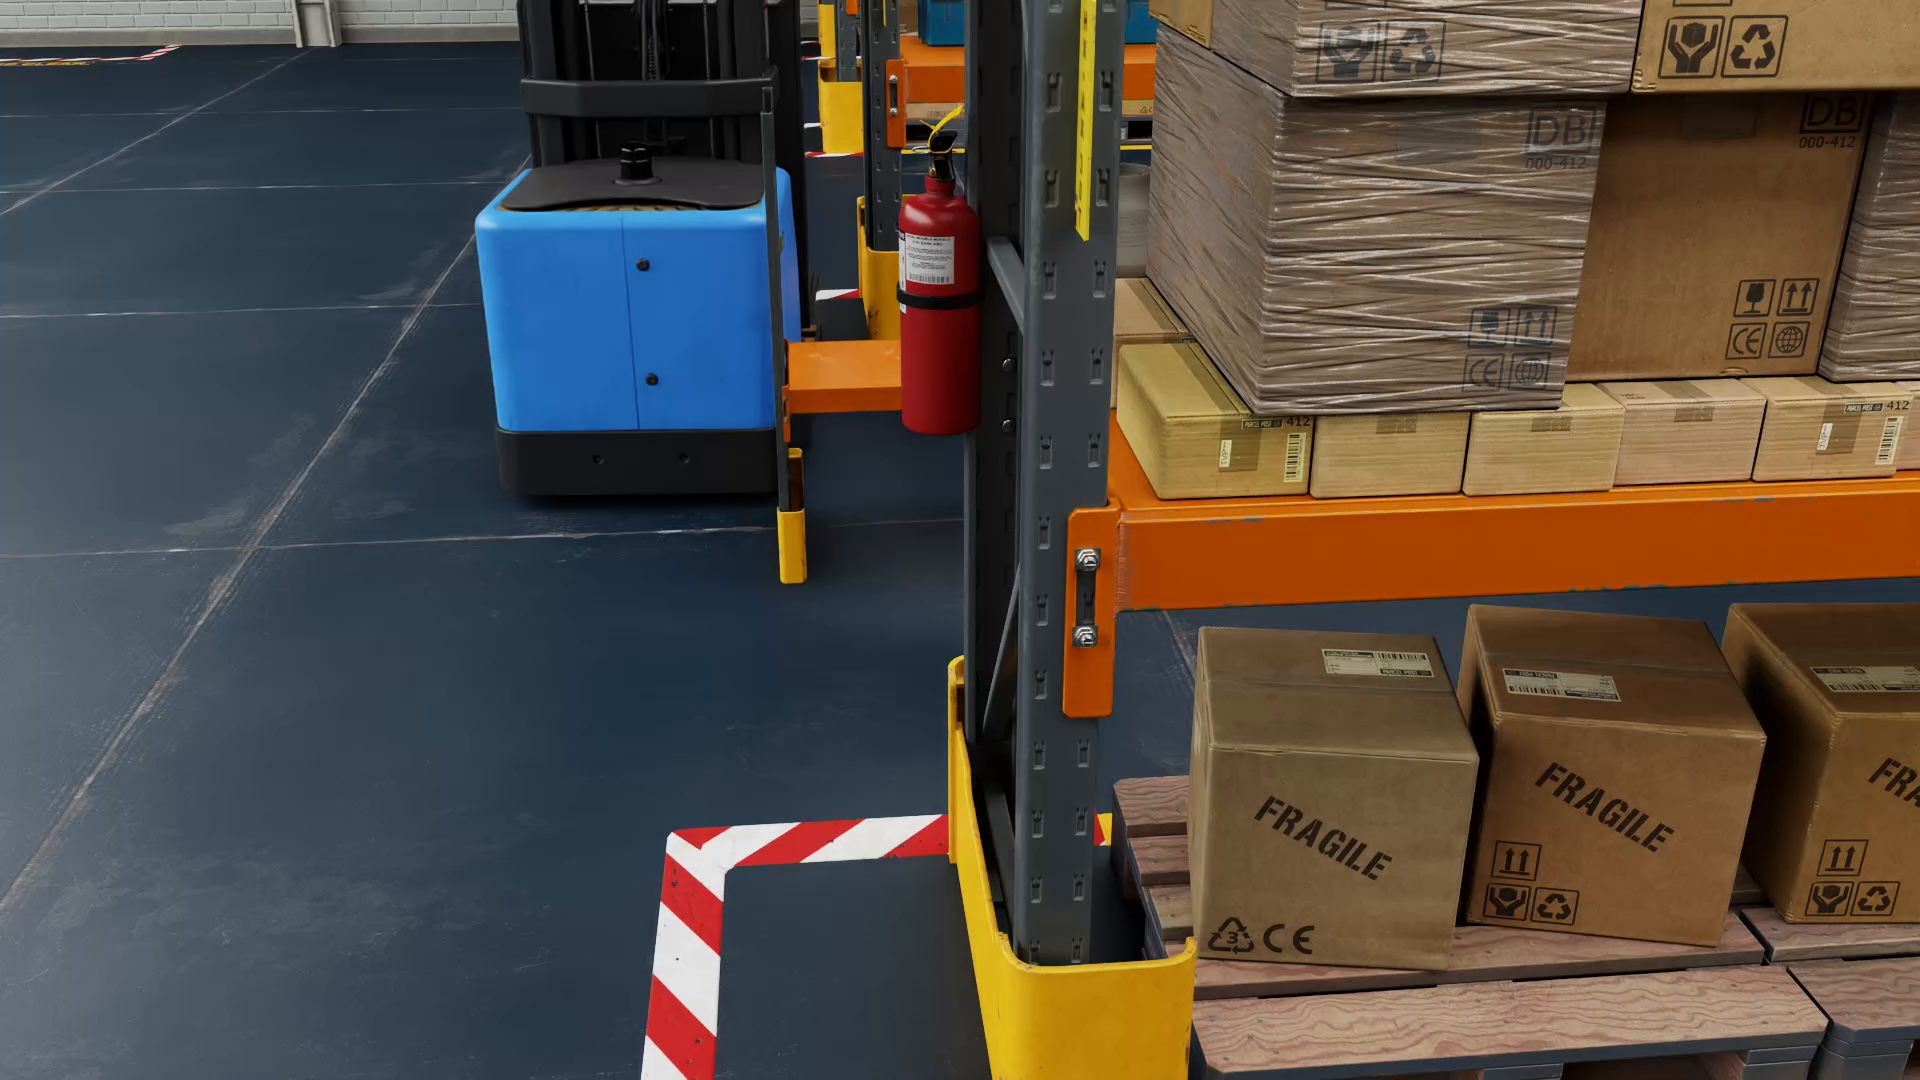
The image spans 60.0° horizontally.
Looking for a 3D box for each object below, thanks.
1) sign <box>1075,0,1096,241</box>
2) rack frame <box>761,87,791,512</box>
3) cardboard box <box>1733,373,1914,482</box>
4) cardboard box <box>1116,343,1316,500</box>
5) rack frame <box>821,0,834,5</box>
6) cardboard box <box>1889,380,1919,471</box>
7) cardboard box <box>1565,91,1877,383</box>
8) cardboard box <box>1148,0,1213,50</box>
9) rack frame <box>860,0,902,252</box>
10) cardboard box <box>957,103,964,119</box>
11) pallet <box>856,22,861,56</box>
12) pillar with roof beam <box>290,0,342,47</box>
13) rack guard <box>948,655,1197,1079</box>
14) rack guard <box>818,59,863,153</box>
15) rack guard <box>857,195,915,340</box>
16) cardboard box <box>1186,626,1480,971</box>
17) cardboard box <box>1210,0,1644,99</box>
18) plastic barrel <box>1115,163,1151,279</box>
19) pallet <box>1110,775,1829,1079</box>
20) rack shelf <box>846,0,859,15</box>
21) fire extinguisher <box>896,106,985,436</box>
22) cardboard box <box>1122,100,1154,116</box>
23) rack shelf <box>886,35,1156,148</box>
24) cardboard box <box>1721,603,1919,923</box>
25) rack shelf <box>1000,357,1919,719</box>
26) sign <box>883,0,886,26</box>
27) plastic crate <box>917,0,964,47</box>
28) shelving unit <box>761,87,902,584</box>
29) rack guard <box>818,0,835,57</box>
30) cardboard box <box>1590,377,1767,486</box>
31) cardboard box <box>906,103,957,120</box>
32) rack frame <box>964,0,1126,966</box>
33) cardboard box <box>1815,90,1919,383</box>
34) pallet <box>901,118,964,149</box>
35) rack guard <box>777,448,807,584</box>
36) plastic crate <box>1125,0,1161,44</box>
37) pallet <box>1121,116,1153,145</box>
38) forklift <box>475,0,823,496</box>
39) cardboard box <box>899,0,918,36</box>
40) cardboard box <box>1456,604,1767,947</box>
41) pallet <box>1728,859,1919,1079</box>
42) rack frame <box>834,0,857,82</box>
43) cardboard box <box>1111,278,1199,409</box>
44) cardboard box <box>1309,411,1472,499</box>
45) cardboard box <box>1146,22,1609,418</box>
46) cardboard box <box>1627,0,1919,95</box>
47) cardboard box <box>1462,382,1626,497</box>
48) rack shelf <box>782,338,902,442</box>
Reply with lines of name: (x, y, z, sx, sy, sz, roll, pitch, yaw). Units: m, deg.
sign: (0.173, -0.587, 2.311, 0.005, 0.325, 0.100, -2, 24, -5)
rack frame: (-0.591, -0.662, 5.392, 0.032, 1.500, 0.500, -2, 24, -5)
cardboard box: (1.424, -0.242, 2.912, 0.250, 0.149, 0.380, -2, 24, -5)
cardboard box: (0.427, -0.211, 2.840, 0.250, 0.149, 0.380, -2, 24, -5)
rack frame: (-1.341, -6.417, 16.494, 0.127, 3.000, 1.000, -2, 24, -5)
cardboard box: (1.670, -0.263, 2.959, 0.250, 0.149, 0.380, -2, 24, -5)
cardboard box: (1.155, -0.671, 3.078, 0.500, 0.500, 0.875, -2, 24, -5)
cardboard box: (0.643, -1.171, 2.971, 0.500, 0.500, 0.500, -2, 24, -5)
rack frame: (-0.367, -2.413, 7.485, 0.127, 3.000, 1.000, -2, 24, -5)
cardboard box: (0.202, -3.303, 12.357, 0.500, 0.250, 0.500, -2, 24, -5)
pallet: (-0.453, -5.164, 17.108, 1.213, 0.211, 1.003, -2, 24, -5)
pillar with roof beam: (-6.277, -7.556, 11.671, 0.400, 9.000, 9.100, -2, 24, -5)
rack guard: (0.195, 0.729, 3.495, 0.348, 0.500, 1.175, -2, 24, -5)
rack guard: (-0.874, -3.272, 12.495, 0.348, 0.500, 1.175, -2, 24, -5)
rack guard: (-0.296, -1.292, 8.042, 0.348, 0.500, 1.175, -2, 24, -5)
cardboard box: (0.743, 0.522, 3.444, 0.500, 0.500, 0.500, 2, 24, 5)
cardboard box: (0.694, -0.961, 2.498, 0.500, 0.500, 0.500, -2, 24, -5)
plastic barrel: (0.779, -1.545, 8.078, 0.421, 0.512, 0.421, 0, 24, 0)
pallet: (1.007, 0.843, 3.595, 1.213, 0.211, 1.003, -2, 24, -5)
rack shelf: (1.140, -4.166, 12.315, 4.000, 0.370, 1.077, -2, 24, -5)
fire extinguisher: (-0.040, -0.557, 3.405, 0.183, 0.674, 0.296, -2, 24, -5)
cardboard box: (1.198, -3.341, 12.442, 0.500, 0.250, 0.500, -2, 24, -5)
rack shelf: (1.623, -2.164, 7.810, 4.000, 0.370, 1.077, -2, 24, -5)
cardboard box: (1.959, 0.467, 3.568, 0.500, 0.500, 0.500, 0, 24, 0)
rack shelf: (2.110, -0.162, 3.306, 4.000, 0.370, 1.077, -2, 24, -5)
sign: (-0.317, -2.316, 6.928, 0.005, 0.325, 0.100, -2, 24, -5)
plastic crate: (0.101, -2.486, 7.832, 0.616, 0.251, 0.499, -2, 24, -5)
shelving unit: (-0.076, -0.682, 5.439, 1.083, 1.500, 0.587, -2, 24, -5)
rack guard: (-1.265, -5.278, 17.008, 0.348, 0.500, 1.175, -2, 24, -5)
cardboard box: (1.174, -0.235, 2.896, 0.250, 0.149, 0.380, -2, 24, -5)
cardboard box: (-0.295, -3.282, 12.309, 0.500, 0.250, 0.500, -2, 24, -5)
rack frame: (0.120, -0.411, 2.981, 0.127, 3.000, 1.000, -2, 24, -5)
cardboard box: (1.657, -0.674, 3.084, 0.500, 0.500, 0.875, -2, 24, -5)
pallet: (-0.093, -3.188, 12.663, 1.213, 0.211, 1.003, -2, 24, -5)
rack guard: (-0.571, -0.091, 5.648, 0.087, 0.250, 0.587, -2, 24, -5)
plastic crate: (0.748, -2.509, 7.885, 0.408, 0.251, 0.499, -2, 24, -5)
pallet: (1.118, -3.236, 12.769, 1.213, 0.211, 1.003, -2, 24, -5)
forklift: (-1.177, -2.051, 6.755, 1.130, 2.935, 3.031, -1, 24, -2)
cardboard box: (-0.346, -3.835, 12.629, 0.500, 0.500, 0.500, -2, 24, -5)
cardboard box: (1.334, 0.484, 3.529, 0.500, 0.500, 0.500, 4, 24, 9)
pallet: (2.218, 0.795, 3.701, 1.213, 0.211, 1.003, -2, 24, -5)
rack frame: (-0.850, -4.415, 11.989, 0.127, 3.000, 1.000, -2, 24, -5)
cardboard box: (0.383, -0.391, 3.245, 0.250, 0.149, 0.380, -2, 24, -5)
cardboard box: (0.677, -0.213, 2.845, 0.250, 0.149, 0.380, -2, 24, -5)
cardboard box: (0.670, -0.603, 2.924, 0.500, 0.500, 0.875, -2, 24, -5)
cardboard box: (1.192, -0.978, 2.537, 0.500, 0.500, 0.500, -2, 24, -5)
cardboard box: (0.928, -0.217, 2.854, 0.250, 0.149, 0.380, -2, 24, -5)
rack shelf: (-0.085, -0.518, 5.511, 1.000, 0.185, 0.538, -2, 24, -5)
